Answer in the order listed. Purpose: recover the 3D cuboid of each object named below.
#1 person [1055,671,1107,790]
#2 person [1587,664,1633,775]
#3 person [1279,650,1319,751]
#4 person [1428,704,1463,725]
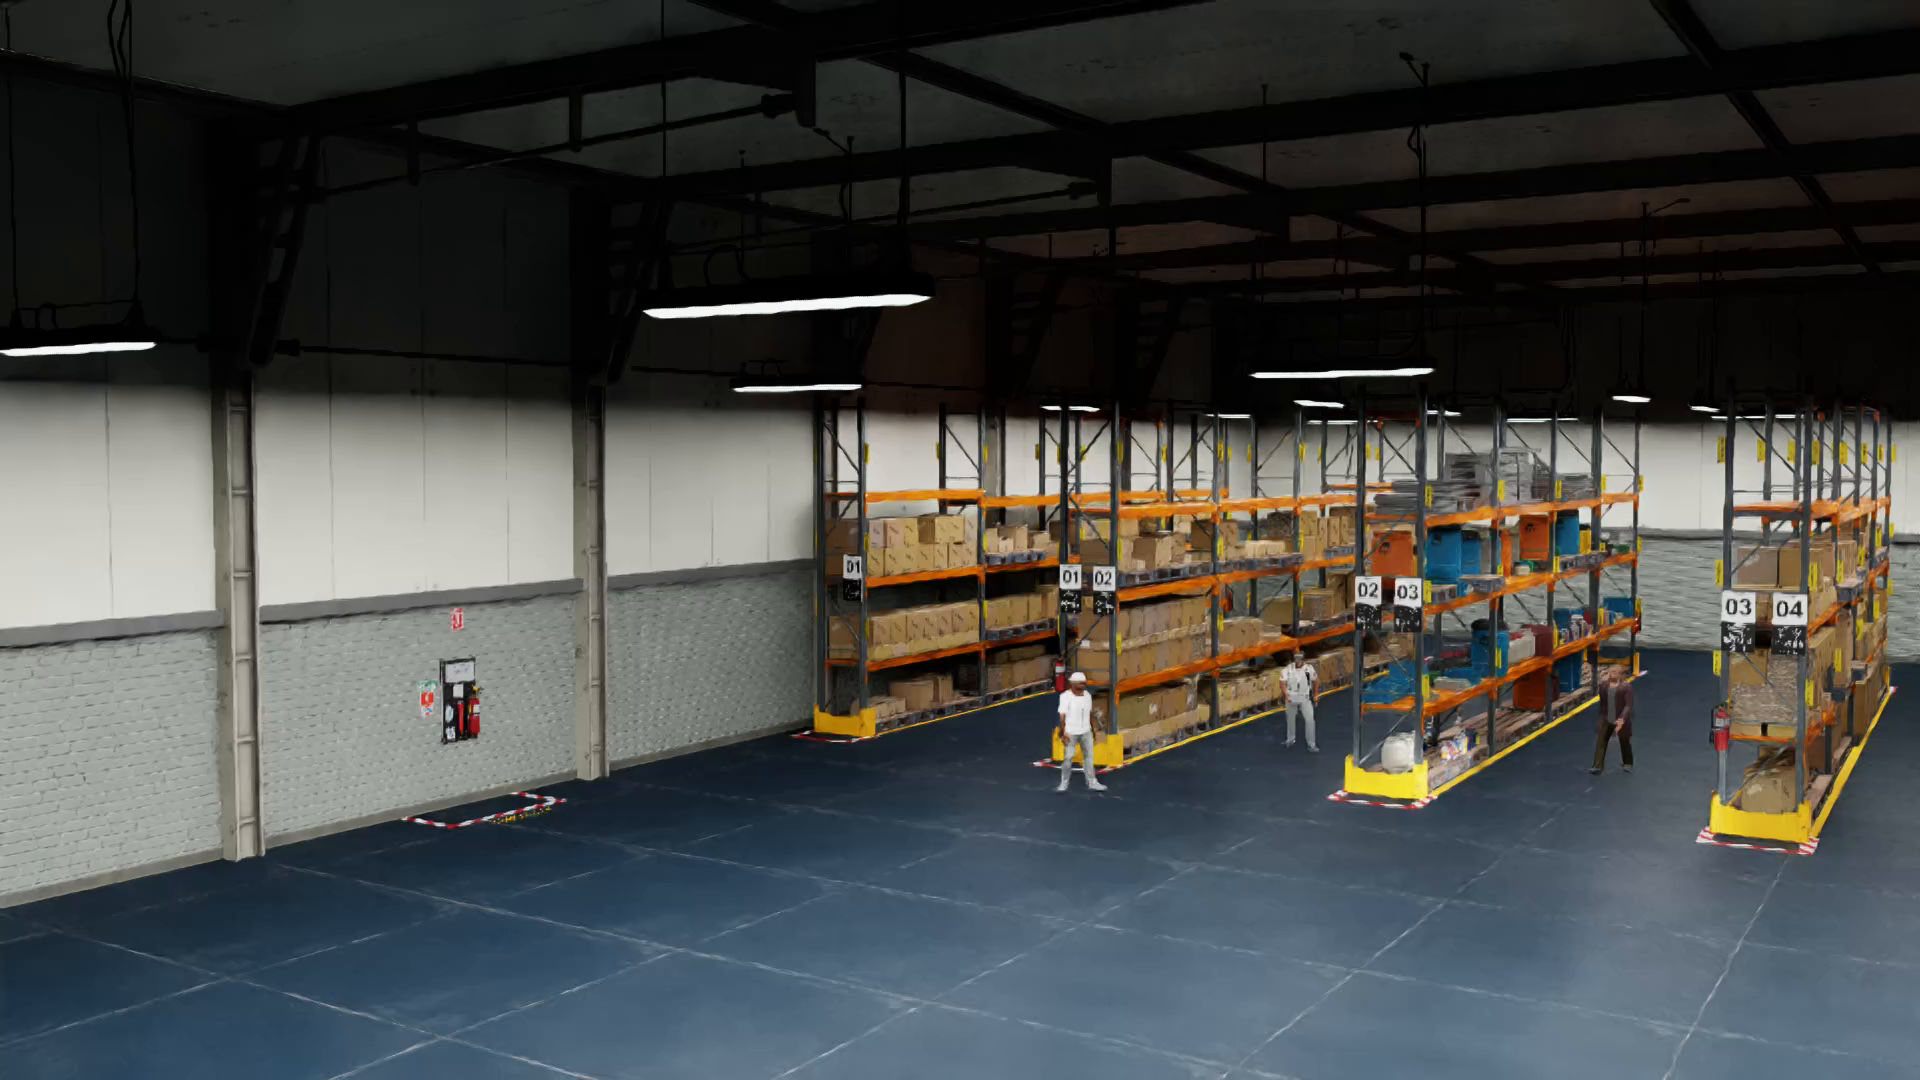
[{"bbox_3d":[1.764,2.816,24.557,0.704,1.761,0.498,-1,3,-26],"label":"person"},{"bbox_3d":[10.142,2.775,25.758,0.573,1.716,1.103,3,4,41],"label":"person"},{"bbox_3d":[5.734,2.676,28.032,0.701,1.693,0.857,1,3,16],"label":"person"},{"bbox_3d":[8.929,2.625,30.415,0.408,1.533,0.961,3,4,41],"label":"person"}]
